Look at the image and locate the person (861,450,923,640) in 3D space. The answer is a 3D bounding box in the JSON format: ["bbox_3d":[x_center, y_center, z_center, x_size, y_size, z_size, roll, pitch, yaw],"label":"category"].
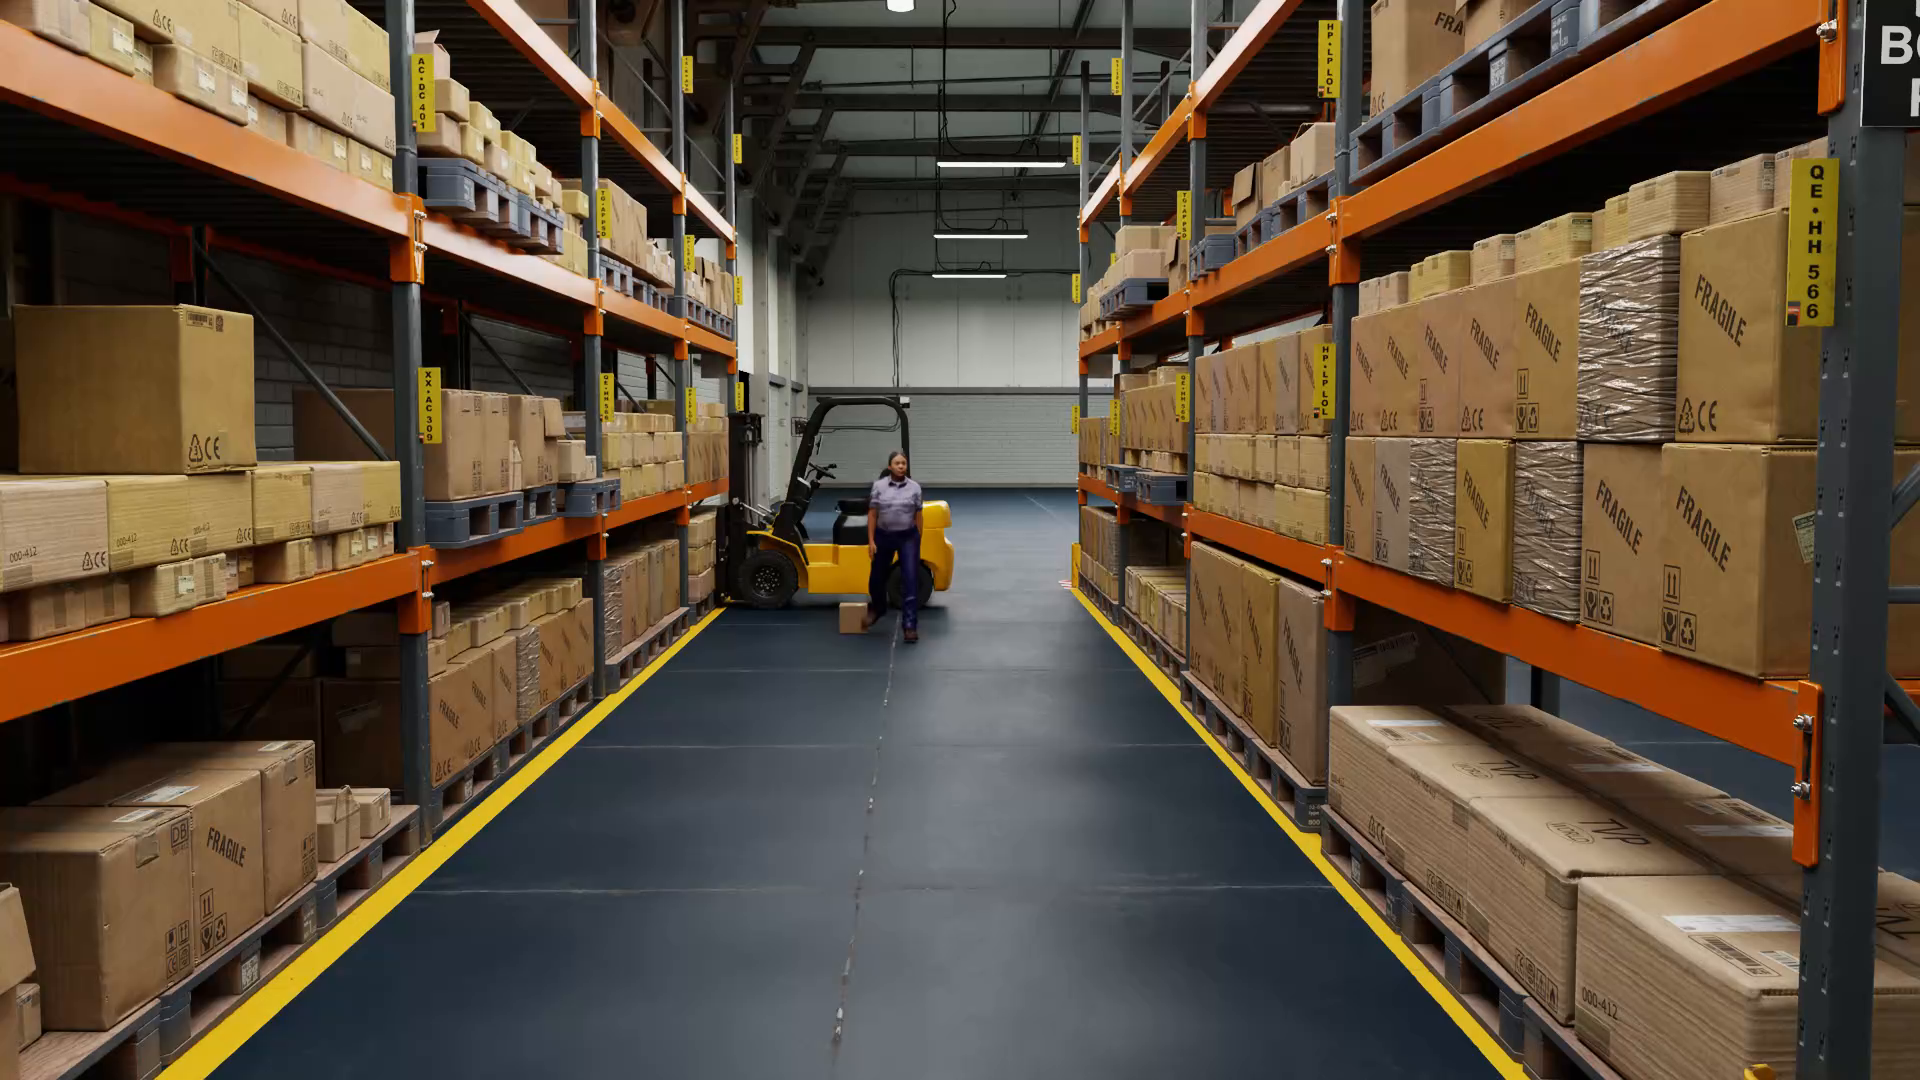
[{"bbox_3d":[-0.596,0.027,14.543,0.552,1.625,0.844,0,4,-2],"label":"person"}]
